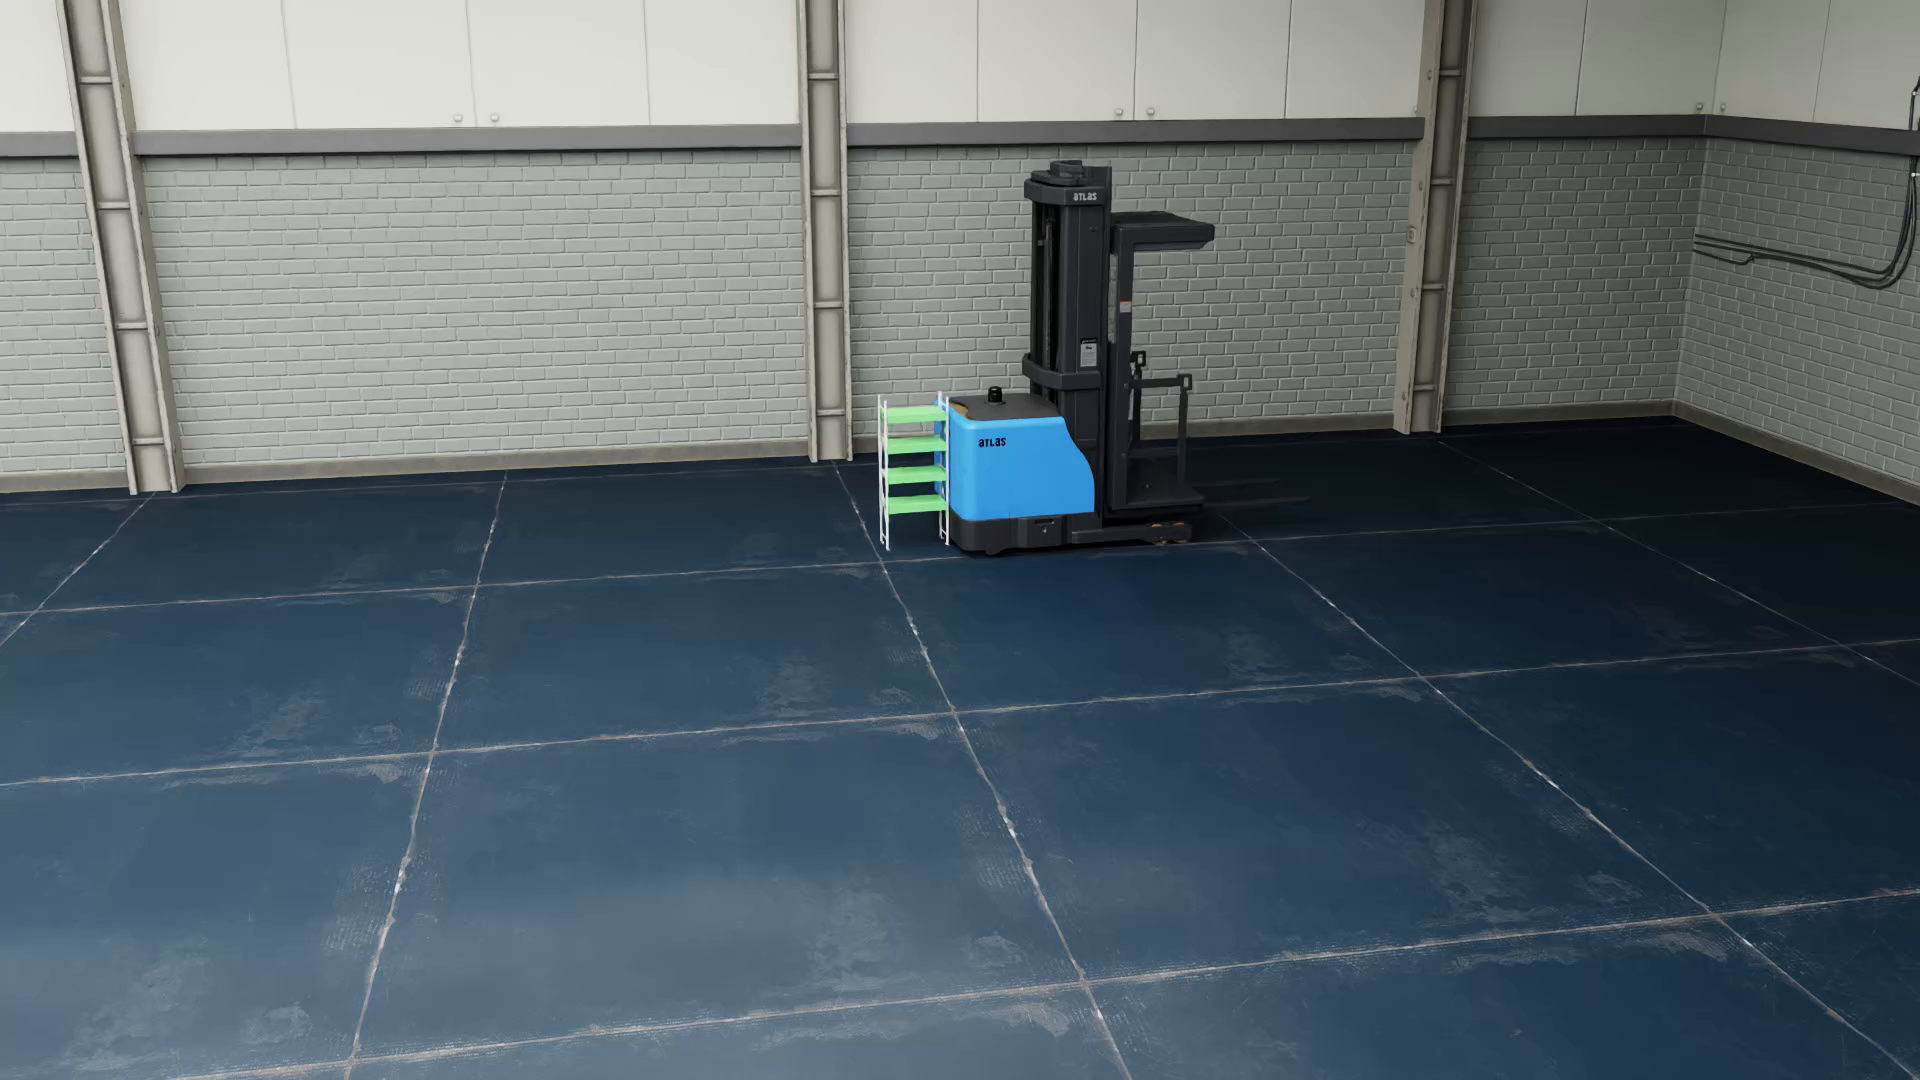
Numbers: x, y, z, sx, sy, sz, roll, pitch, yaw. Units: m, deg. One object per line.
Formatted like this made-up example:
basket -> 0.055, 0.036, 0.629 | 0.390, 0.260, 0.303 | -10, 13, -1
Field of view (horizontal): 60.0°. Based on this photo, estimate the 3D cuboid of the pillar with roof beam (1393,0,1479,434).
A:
pillar with roof beam -> 5.472, -4.183, 11.605 | 0.400, 9.000, 9.100 | -3, 17, -10

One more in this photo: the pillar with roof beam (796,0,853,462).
pillar with roof beam -> -0.419, -3.849, 10.517 | 0.400, 9.000, 9.100 | -3, 17, -10

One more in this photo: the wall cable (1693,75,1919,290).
wall cable -> 7.799, -3.723, 15.394 | 0.112, 2.526, 3.097 | -3, 17, -10

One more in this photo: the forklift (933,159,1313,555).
forklift -> 1.353, -1.504, 13.215 | 3.031, 2.935, 1.130 | -5, 18, -14

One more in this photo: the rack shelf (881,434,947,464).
rack shelf -> -0.363, -0.712, 12.988 | 0.480, 0.148, 0.258 | -5, 18, -14

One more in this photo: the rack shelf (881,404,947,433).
rack shelf -> -0.363, -0.942, 12.917 | 0.480, 0.148, 0.258 | -5, 18, -14

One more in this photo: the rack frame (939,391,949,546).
rack frame -> -0.127, -0.563, 13.100 | 0.015, 1.200, 0.240 | -5, 18, -14

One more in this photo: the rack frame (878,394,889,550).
rack frame -> -0.599, -0.525, 12.979 | 0.015, 1.200, 0.240 | -5, 18, -14

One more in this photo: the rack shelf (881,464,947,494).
rack shelf -> -0.363, -0.483, 13.058 | 0.480, 0.148, 0.258 | -5, 18, -14

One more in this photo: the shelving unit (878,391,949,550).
shelving unit -> -0.363, -0.544, 13.039 | 0.503, 1.200, 0.258 | -5, 18, -14

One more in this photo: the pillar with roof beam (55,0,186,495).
pillar with roof beam -> -6.310, -3.515, 9.429 | 0.400, 9.000, 9.100 | -3, 17, -10

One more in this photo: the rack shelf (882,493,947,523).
rack shelf -> -0.363, -0.253, 13.128 | 0.480, 0.148, 0.258 | -5, 18, -14
